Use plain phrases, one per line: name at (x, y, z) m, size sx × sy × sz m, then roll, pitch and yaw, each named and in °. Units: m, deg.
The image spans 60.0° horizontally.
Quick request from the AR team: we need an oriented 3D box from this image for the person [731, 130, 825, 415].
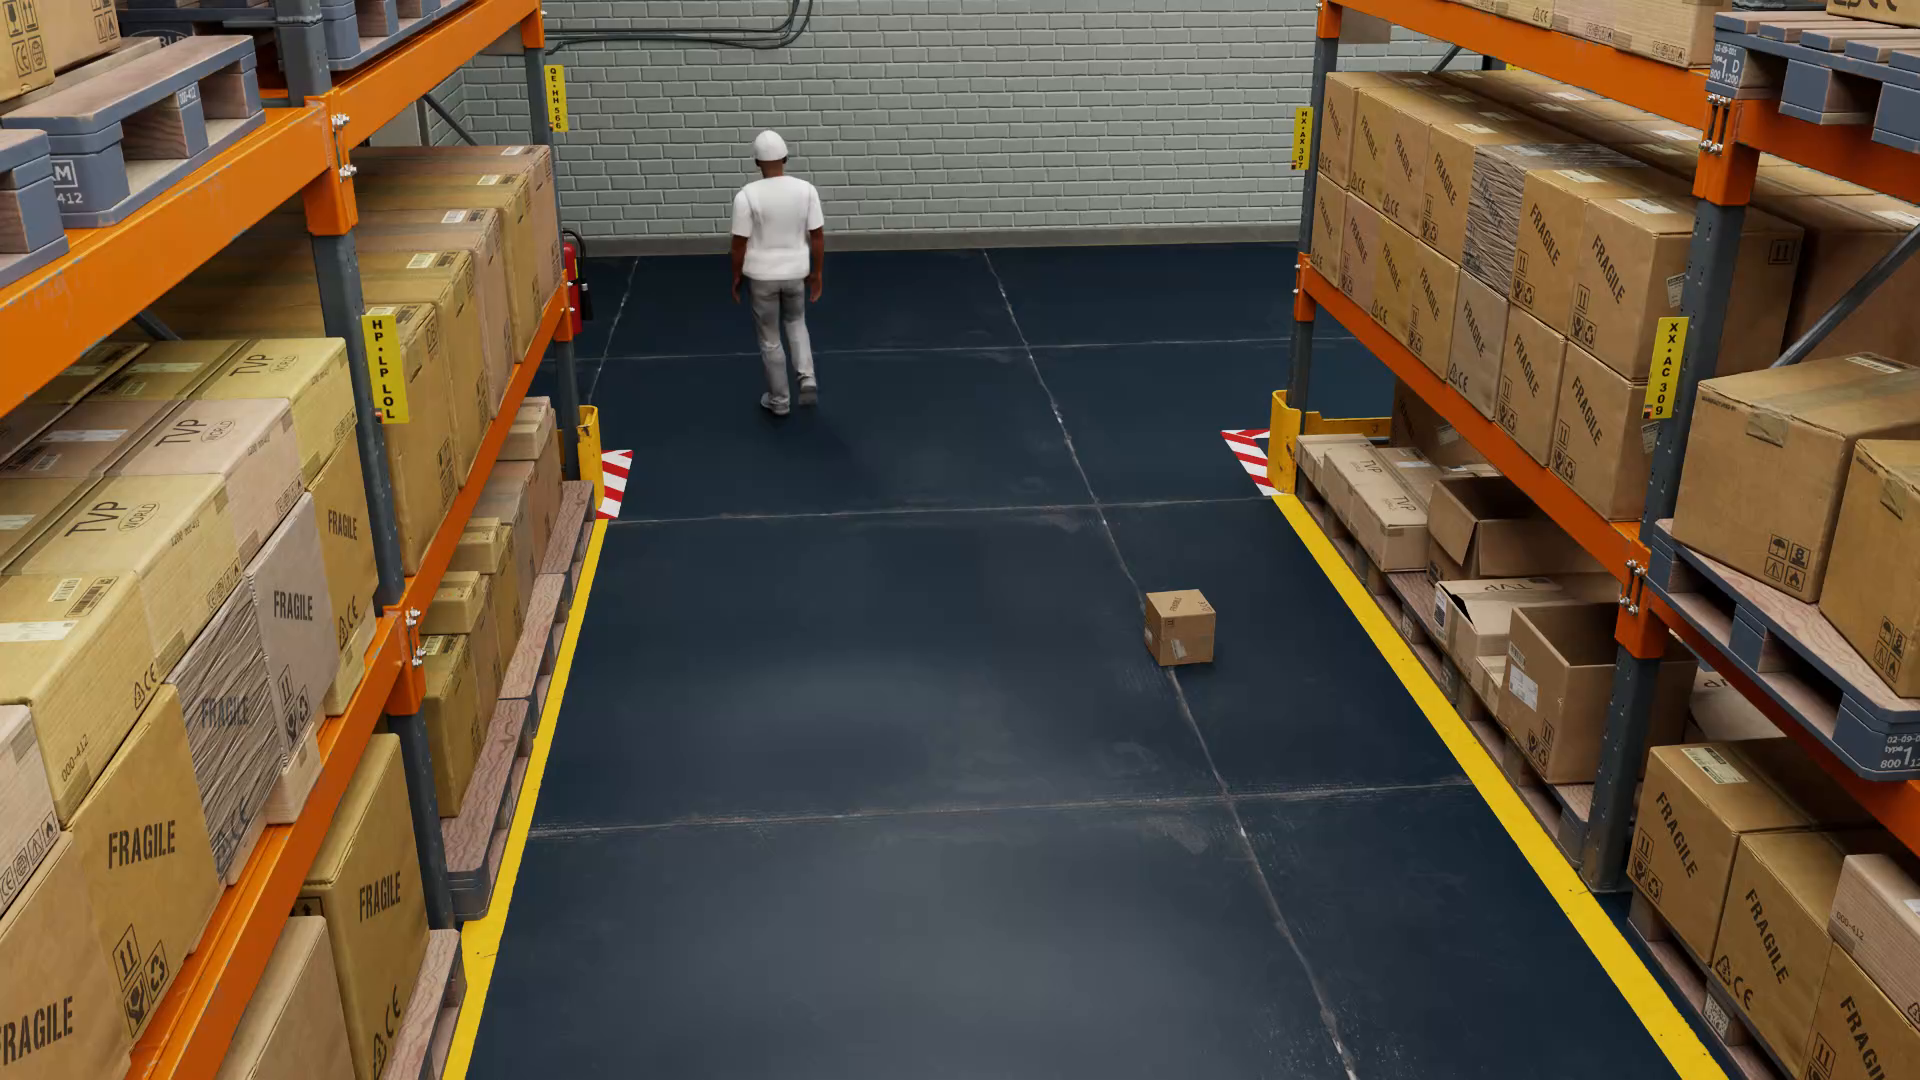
person at (-1.140, -1.643, 10.284) m, size 0.570 × 1.773 × 0.462 m, roll -11°, pitch 26°, yaw -23°
